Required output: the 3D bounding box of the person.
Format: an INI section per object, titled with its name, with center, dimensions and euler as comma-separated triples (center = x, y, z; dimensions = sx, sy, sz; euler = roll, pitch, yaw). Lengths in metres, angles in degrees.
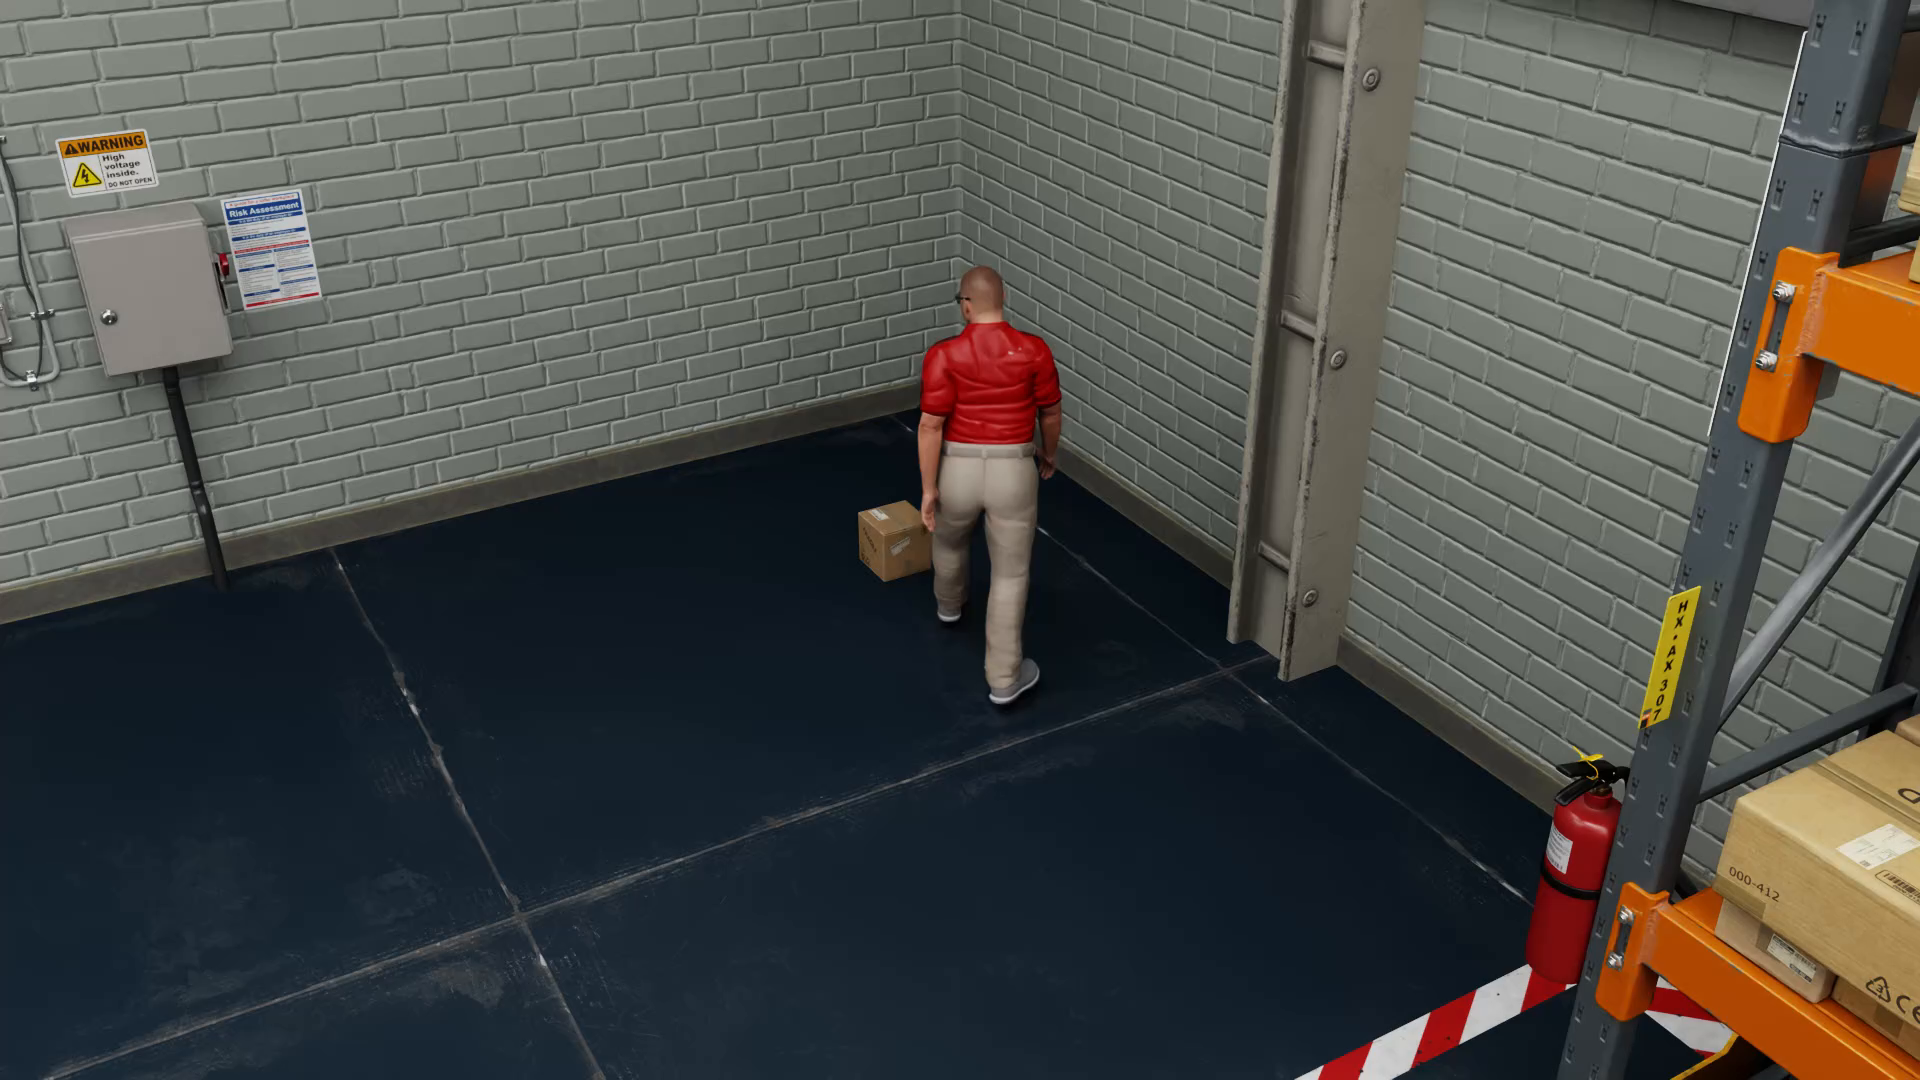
[person]
center = 0.126, -0.281, 6.651
dimensions = 0.547, 1.678, 0.930
euler = 3, 29, 5
